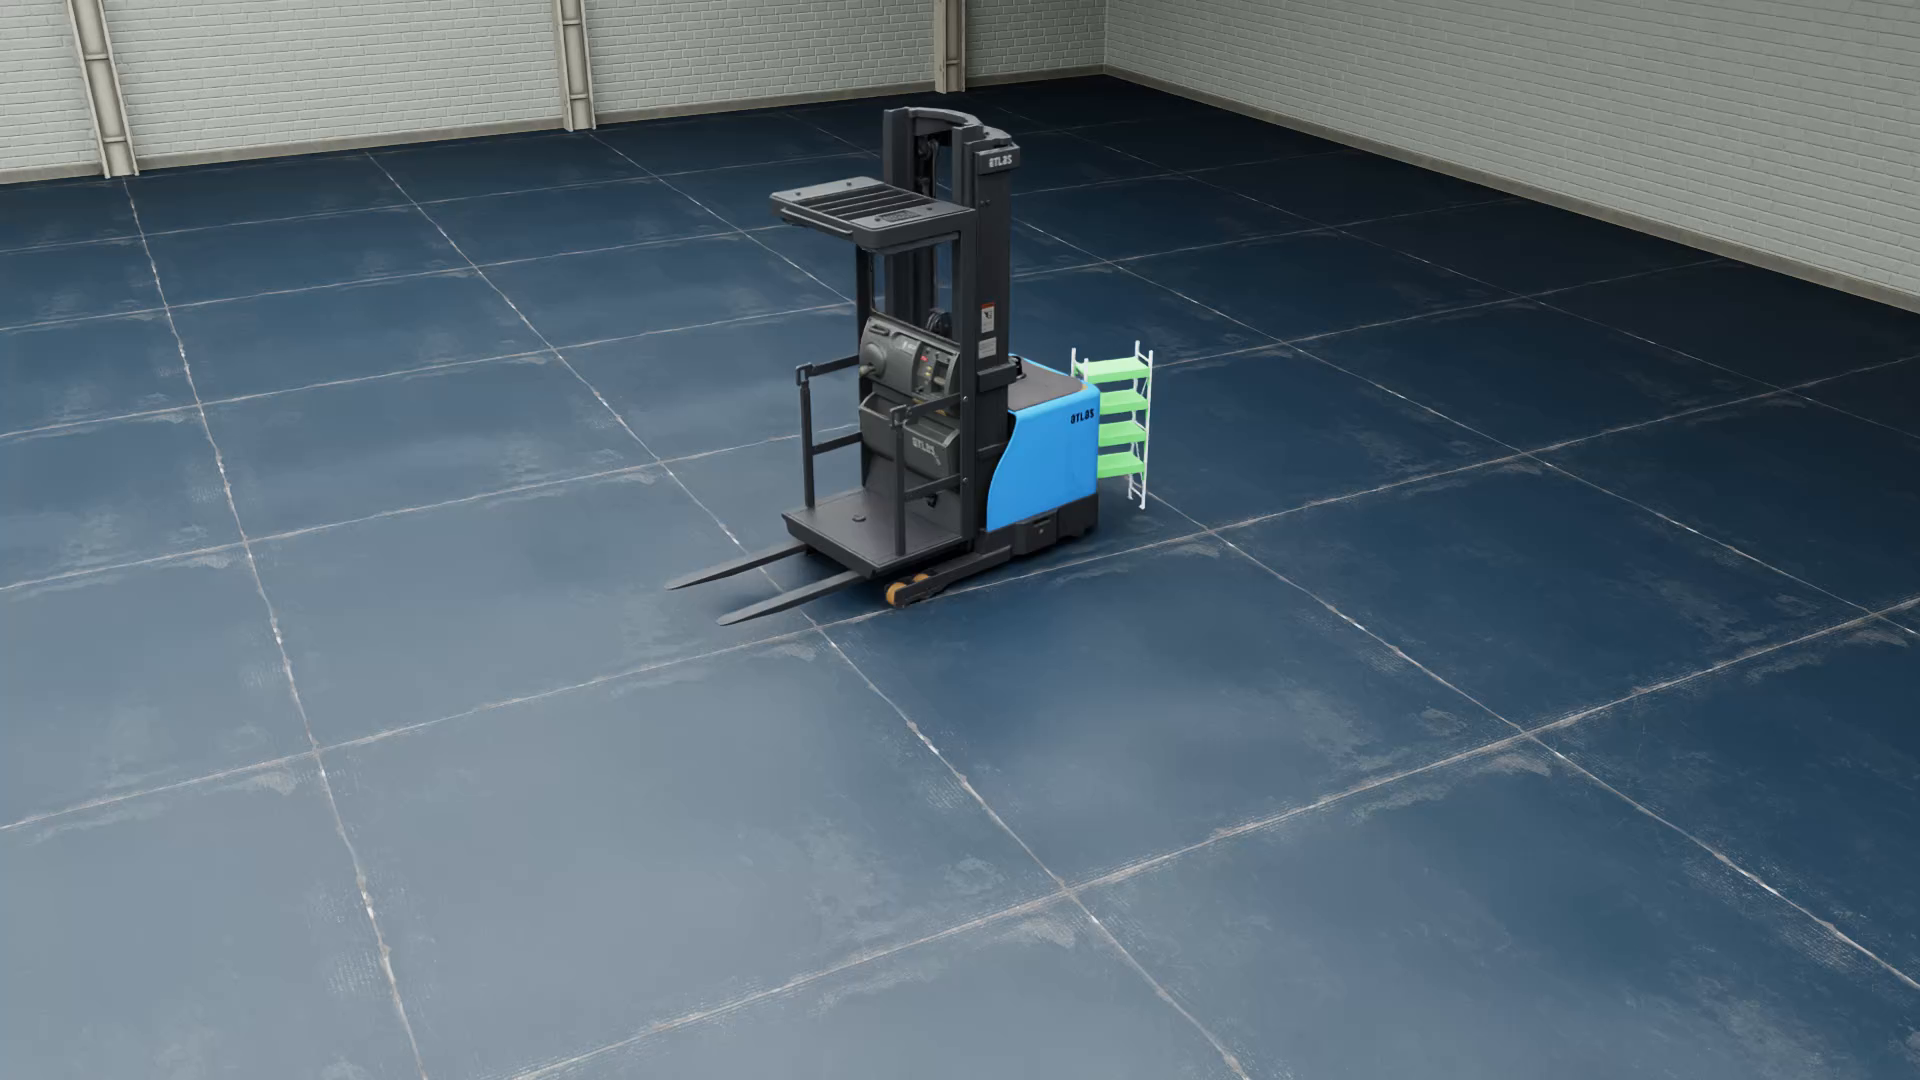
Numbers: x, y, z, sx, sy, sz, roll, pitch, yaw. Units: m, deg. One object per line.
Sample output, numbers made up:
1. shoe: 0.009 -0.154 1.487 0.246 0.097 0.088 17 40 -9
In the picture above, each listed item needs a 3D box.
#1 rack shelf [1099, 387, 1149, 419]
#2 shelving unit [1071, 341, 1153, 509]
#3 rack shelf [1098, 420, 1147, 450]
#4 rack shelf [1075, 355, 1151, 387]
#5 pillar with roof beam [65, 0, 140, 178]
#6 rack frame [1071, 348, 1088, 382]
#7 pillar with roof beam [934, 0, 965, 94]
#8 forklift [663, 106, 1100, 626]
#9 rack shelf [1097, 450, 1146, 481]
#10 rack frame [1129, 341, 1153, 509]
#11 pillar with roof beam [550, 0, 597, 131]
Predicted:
1. rack shelf: 1.057 -0.937 11.710 0.480 0.148 0.258 -9 27 -18
2. shelving unit: 1.057 -0.778 11.786 0.503 1.200 0.258 -9 27 -18
3. rack shelf: 1.057 -0.720 11.814 0.480 0.148 0.258 -9 27 -18
4. rack shelf: 1.057 -1.153 11.606 0.480 0.148 0.258 -9 27 -18
5. pillar with roof beam: -8.724 -7.104 15.951 0.400 9.000 9.100 -13 29 -25
6. rack frame: 0.827 -0.742 11.712 0.015 1.200 0.240 -9 27 -18
7. pillar with roof beam: 1.865 -9.548 21.042 0.400 9.000 9.100 -13 29 -25
8. forklift: -0.491 -1.138 10.537 3.031 2.935 1.130 -20 32 -35
9. rack shelf: 1.057 -0.504 11.917 0.480 0.148 0.258 -9 27 -18
10. rack frame: 1.287 -0.813 11.860 0.015 1.200 0.240 -9 27 -18
11. pillar with roof beam: -3.429 -8.326 18.496 0.400 9.000 9.100 -13 29 -25
